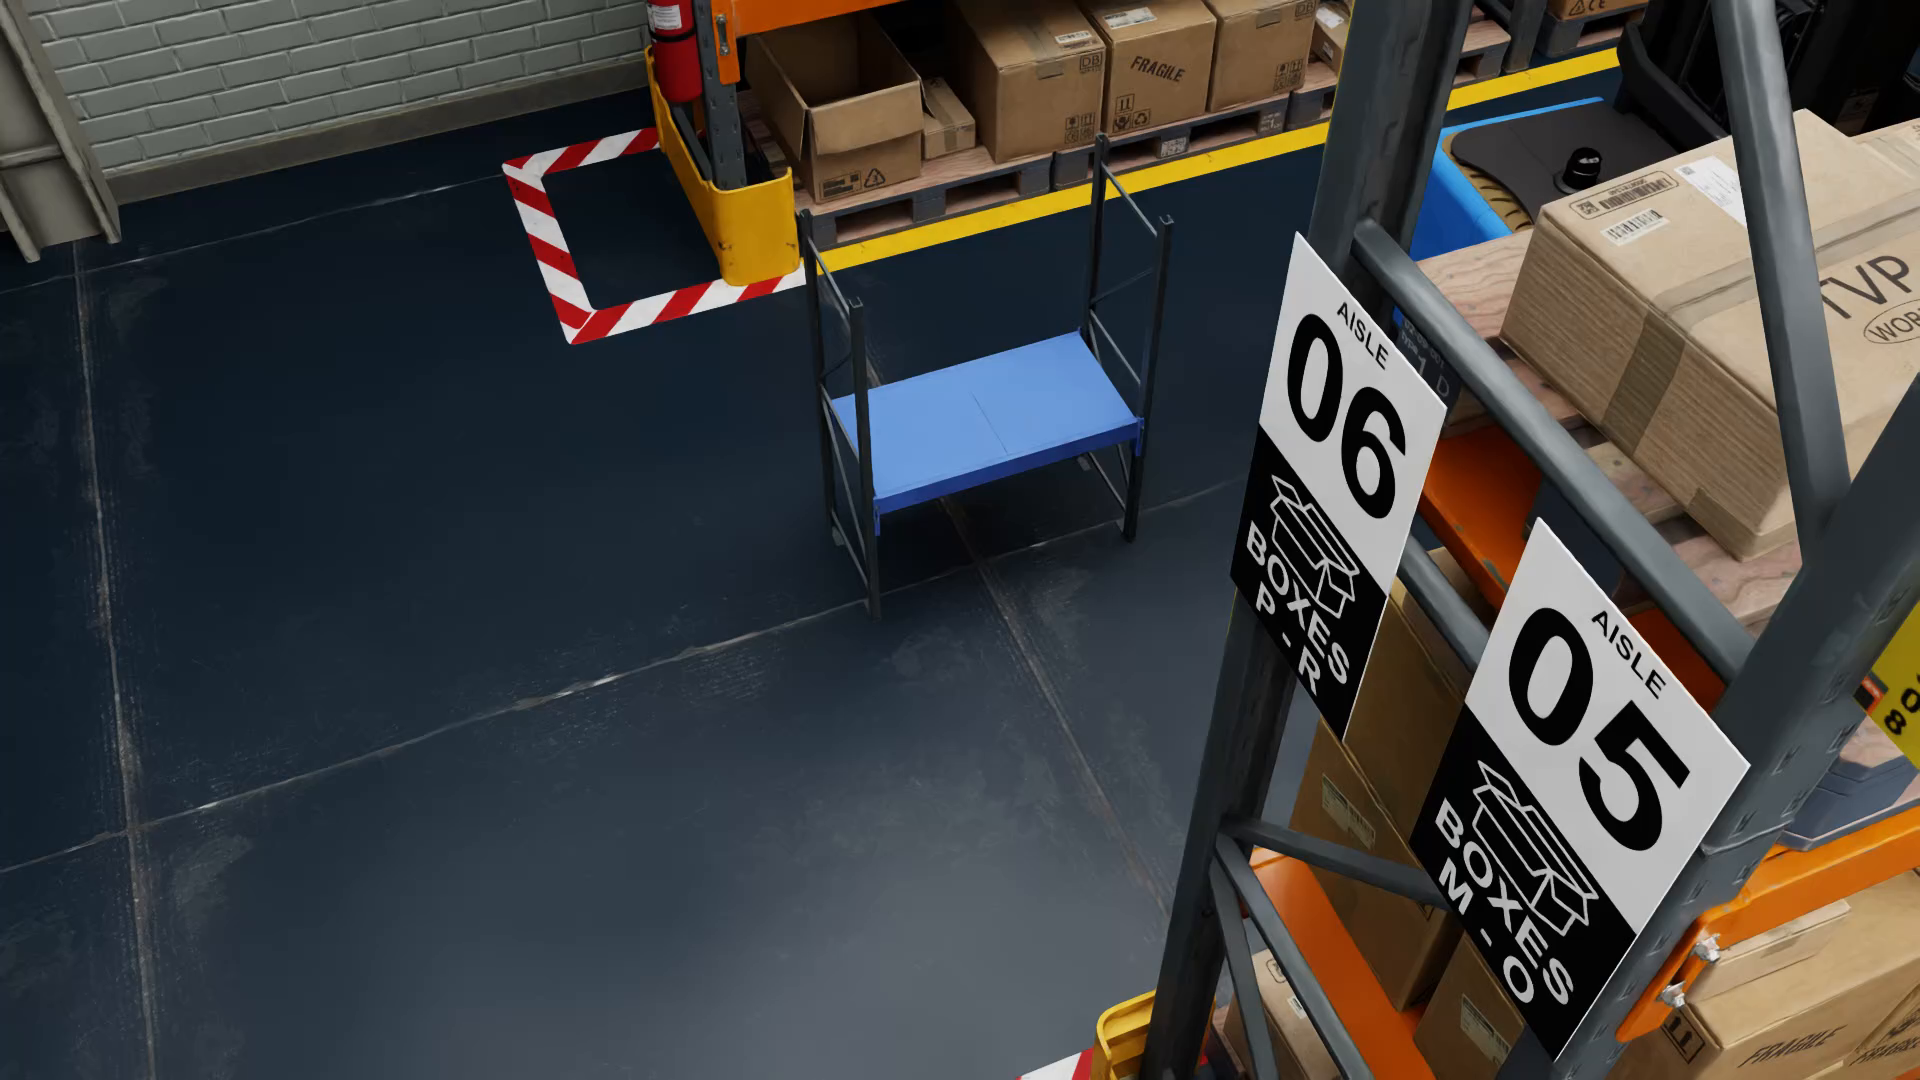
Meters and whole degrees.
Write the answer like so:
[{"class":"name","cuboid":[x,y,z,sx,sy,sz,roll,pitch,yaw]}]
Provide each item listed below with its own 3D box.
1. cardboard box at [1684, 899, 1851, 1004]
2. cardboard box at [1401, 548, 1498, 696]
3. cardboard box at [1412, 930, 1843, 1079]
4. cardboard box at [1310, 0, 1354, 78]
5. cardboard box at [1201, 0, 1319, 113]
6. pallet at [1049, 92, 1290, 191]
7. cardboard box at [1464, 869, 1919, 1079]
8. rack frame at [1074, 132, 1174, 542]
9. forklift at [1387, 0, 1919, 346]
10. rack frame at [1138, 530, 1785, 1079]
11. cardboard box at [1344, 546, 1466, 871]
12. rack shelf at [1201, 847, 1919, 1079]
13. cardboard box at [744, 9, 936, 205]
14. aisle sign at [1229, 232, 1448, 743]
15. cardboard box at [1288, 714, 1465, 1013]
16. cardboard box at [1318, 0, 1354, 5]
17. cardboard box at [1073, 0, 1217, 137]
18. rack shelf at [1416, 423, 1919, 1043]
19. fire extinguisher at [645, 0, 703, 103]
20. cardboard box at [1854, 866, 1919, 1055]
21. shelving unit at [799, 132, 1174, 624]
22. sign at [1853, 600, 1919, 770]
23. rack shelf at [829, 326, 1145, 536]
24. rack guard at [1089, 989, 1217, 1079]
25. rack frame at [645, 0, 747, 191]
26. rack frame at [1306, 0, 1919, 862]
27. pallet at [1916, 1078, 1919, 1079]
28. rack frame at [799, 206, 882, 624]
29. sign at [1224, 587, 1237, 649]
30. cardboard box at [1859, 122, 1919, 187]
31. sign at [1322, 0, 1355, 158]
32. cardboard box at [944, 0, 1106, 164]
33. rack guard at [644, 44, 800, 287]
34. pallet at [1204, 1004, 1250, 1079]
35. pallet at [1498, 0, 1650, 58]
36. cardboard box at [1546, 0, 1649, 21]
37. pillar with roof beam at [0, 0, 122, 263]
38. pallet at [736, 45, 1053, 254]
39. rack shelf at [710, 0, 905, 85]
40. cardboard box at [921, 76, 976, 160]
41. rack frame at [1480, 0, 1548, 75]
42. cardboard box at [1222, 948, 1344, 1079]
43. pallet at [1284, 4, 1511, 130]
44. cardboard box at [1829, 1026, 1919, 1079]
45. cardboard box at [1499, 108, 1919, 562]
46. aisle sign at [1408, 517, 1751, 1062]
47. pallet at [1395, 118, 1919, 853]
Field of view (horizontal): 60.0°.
[{"class":"cardboard box","cuboid":[1.183,0.512,2.680,0.250,0.149,0.380,-16,51,-13]},{"class":"cardboard box","cuboid":[1.006,0.176,2.969,0.250,0.149,0.380,-17,51,-14]},{"class":"cardboard box","cuboid":[1.303,1.021,3.330,0.500,0.500,0.500,-18,52,-15]},{"class":"cardboard box","cuboid":[1.837,-2.421,7.877,0.258,0.266,0.396,-16,51,-13]},{"class":"cardboard box","cuboid":[1.239,-2.443,7.741,0.500,0.500,0.700,-19,52,-16]},{"class":"pallet","cuboid":[0.805,-2.185,7.988,1.213,0.211,1.003,-17,52,-14]},{"class":"cardboard box","cuboid":[1.302,0.693,2.952,0.500,0.500,0.500,-18,52,-15]},{"class":"rack frame","cuboid":[0.550,-0.659,5.827,0.032,1.500,0.500,-17,52,-14]},{"class":"forklift","cuboid":[3.243,-1.754,5.824,3.031,2.935,1.130,-14,51,-12]},{"class":"rack frame","cuboid":[0.750,0.989,3.423,0.127,3.000,1.000,-17,52,-14]},{"class":"cardboard box","cuboid":[1.106,0.325,3.268,0.500,0.500,0.500,-16,51,-13]},{"class":"rack shelf","cuboid":[2.601,0.650,4.189,4.000,0.370,1.077,-17,52,-14]},{"class":"cardboard box","cuboid":[-0.528,-1.928,7.297,0.637,0.503,0.797,-19,52,-16]},{"class":"aisle sign","cuboid":[0.566,-0.055,2.606,0.004,0.787,0.394,-17,52,-14]},{"class":"cardboard box","cuboid":[1.096,0.632,3.664,0.500,0.500,0.500,-17,51,-14]},{"class":"cardboard box","cuboid":[1.872,-2.880,8.242,0.500,0.311,0.500,-16,51,-13]},{"class":"cardboard box","cuboid":[0.805,-2.226,7.556,0.500,0.500,0.500,-16,51,-14]},{"class":"rack shelf","cuboid":[2.601,-0.327,3.051,4.000,0.370,1.077,-17,52,-14]},{"class":"fire extinguisher","cuboid":[-1.092,-1.982,6.272,0.183,0.674,0.296,-17,52,-14]},{"class":"cardboard box","cuboid":[1.777,0.540,3.084,0.500,0.500,0.500,-18,52,-15]},{"class":"shelving unit","cuboid":[0.079,-0.513,5.702,1.048,1.500,0.538,-17,52,-14]},{"class":"sign","cuboid":[0.954,0.093,1.587,0.005,0.325,0.100,-17,52,-14]},{"class":"rack shelf","cuboid":[0.079,-0.396,5.838,1.000,0.185,0.538,-17,52,-14]},{"class":"rack guard","cuboid":[0.727,1.810,4.366,0.348,0.500,1.175,-17,52,-14]},{"class":"rack frame","cuboid":[-1.131,-2.496,6.416,0.127,3.000,1.000,-17,52,-14]},{"class":"rack frame","cuboid":[0.750,-0.965,1.147,0.127,3.000,1.000,-17,52,-14]},{"class":"pallet","cuboid":[2.588,1.266,5.023,1.213,0.211,1.003,-17,52,-14]},{"class":"rack frame","cuboid":[-0.392,-0.367,5.577,0.032,1.500,0.500,-17,52,-14]},{"class":"sign","cuboid":[0.557,0.150,3.225,0.005,0.325,0.100,-17,52,-14]},{"class":"cardboard box","cuboid":[1.490,-0.444,2.500,0.250,0.149,0.380,-21,52,-17]},{"class":"sign","cuboid":[0.557,-0.636,2.310,0.005,0.325,0.100,-17,52,-14]},{"class":"cardboard box","cuboid":[0.278,-2.145,7.486,0.500,0.500,0.700,-15,51,-13]},{"class":"rack guard","cuboid":[-1.060,-1.703,7.383,0.348,0.500,1.175,-17,52,-14]},{"class":"pallet","cuboid":[1.460,1.613,4.725,1.213,0.211,1.003,-17,52,-14]},{"class":"pallet","cuboid":[3.311,-2.995,8.683,1.213,0.211,1.003,-17,52,-14]},{"class":"cardboard box","cuboid":[3.105,-2.946,8.174,0.500,0.500,0.500,-15,51,-13]},{"class":"pillar with roof beam","cuboid":[-2.340,-1.286,1.423,0.400,9.000,9.100,-17,52,-14]},{"class":"pallet","cuboid":[-0.322,-1.838,7.690,1.213,0.211,1.003,-17,52,-14]},{"class":"rack shelf","cuboid":[0.721,-2.835,7.182,4.000,0.370,1.077,-17,52,-14]},{"class":"cardboard box","cuboid":[-0.120,-1.907,7.513,0.250,0.149,0.380,-19,52,-16]},{"class":"rack frame","cuboid":[2.572,-3.643,7.402,0.127,3.000,1.000,-17,52,-14]},{"class":"cardboard box","cuboid":[1.323,1.428,4.459,0.875,0.438,0.875,-19,52,-15]},{"class":"pallet","cuboid":[1.936,-2.538,8.291,1.213,0.211,1.003,-17,52,-14]},{"class":"cardboard box","cuboid":[1.760,0.856,3.472,0.500,0.500,0.500,-18,52,-15]},{"class":"cardboard box","cuboid":[1.132,-0.301,2.310,0.500,0.250,0.500,-22,53,-18]},{"class":"aisle sign","cuboid":[0.793,0.367,2.244,0.004,0.787,0.394,-17,52,-14]},{"class":"pallet","cuboid":[1.433,-0.179,2.508,1.213,0.211,1.003,-17,52,-14]}]
